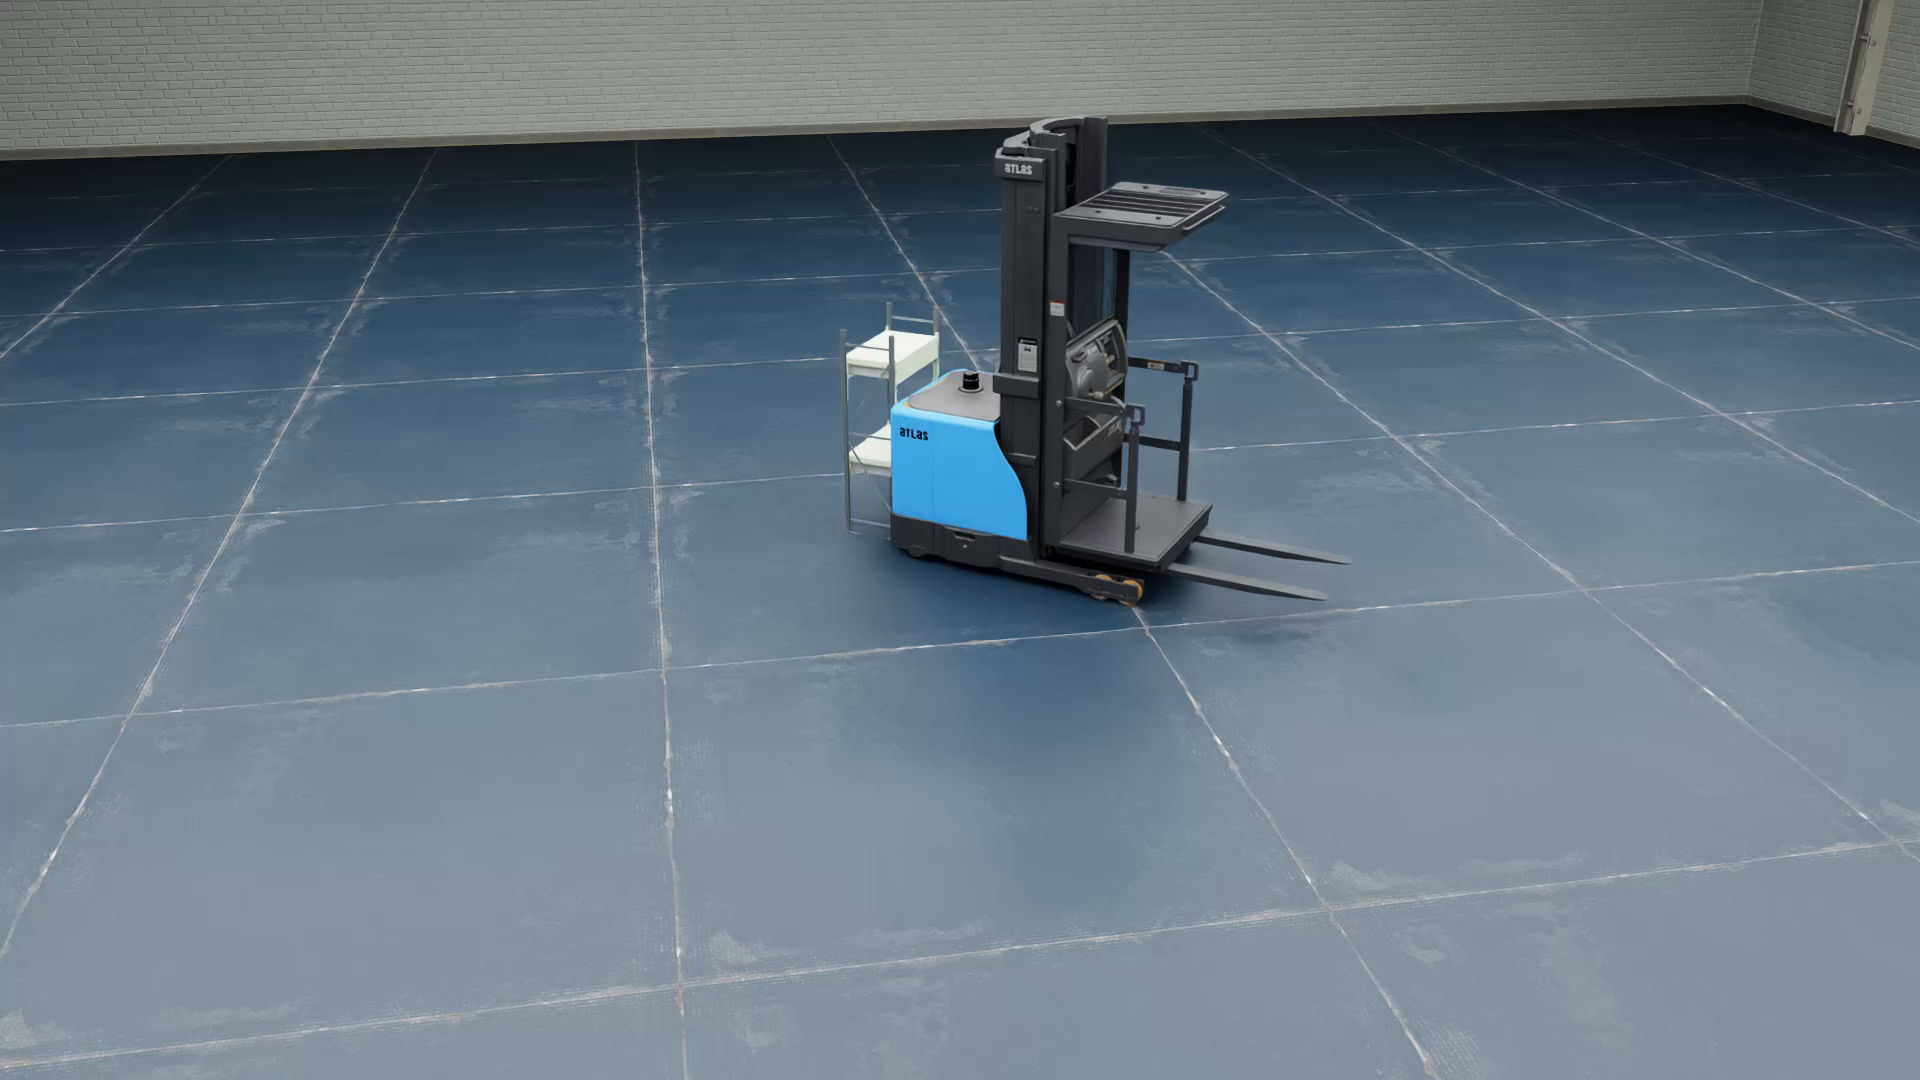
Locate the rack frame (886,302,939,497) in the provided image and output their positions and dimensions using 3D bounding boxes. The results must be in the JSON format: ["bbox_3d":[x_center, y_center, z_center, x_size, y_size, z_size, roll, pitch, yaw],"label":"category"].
[{"bbox_3d":[-0.338,-0.981,12.123,0.400,1.500,0.023,10,25,21],"label":"rack frame"}]

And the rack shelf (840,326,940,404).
[{"bbox_3d":[-0.483,-1.205,11.659,0.431,0.370,0.720,10,25,21],"label":"rack shelf"}]

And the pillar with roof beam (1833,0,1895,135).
[{"bbox_3d":[10.072,-10.350,24.204,9.100,9.000,0.400,-4,24,-10],"label":"pillar with roof beam"}]

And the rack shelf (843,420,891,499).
[{"bbox_3d":[-0.483,-0.548,11.946,0.431,0.370,0.720,10,25,21],"label":"rack shelf"}]

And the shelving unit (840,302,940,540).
[{"bbox_3d":[-0.483,-0.847,11.815,0.431,1.500,0.755,10,25,21],"label":"shelving unit"}]

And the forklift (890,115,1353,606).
[{"bbox_3d":[1.070,-1.159,10.742,3.031,2.935,1.130,11,26,24],"label":"forklift"}]

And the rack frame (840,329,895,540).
[{"bbox_3d":[-0.627,-0.712,11.507,0.400,1.500,0.023,10,25,21],"label":"rack frame"}]
